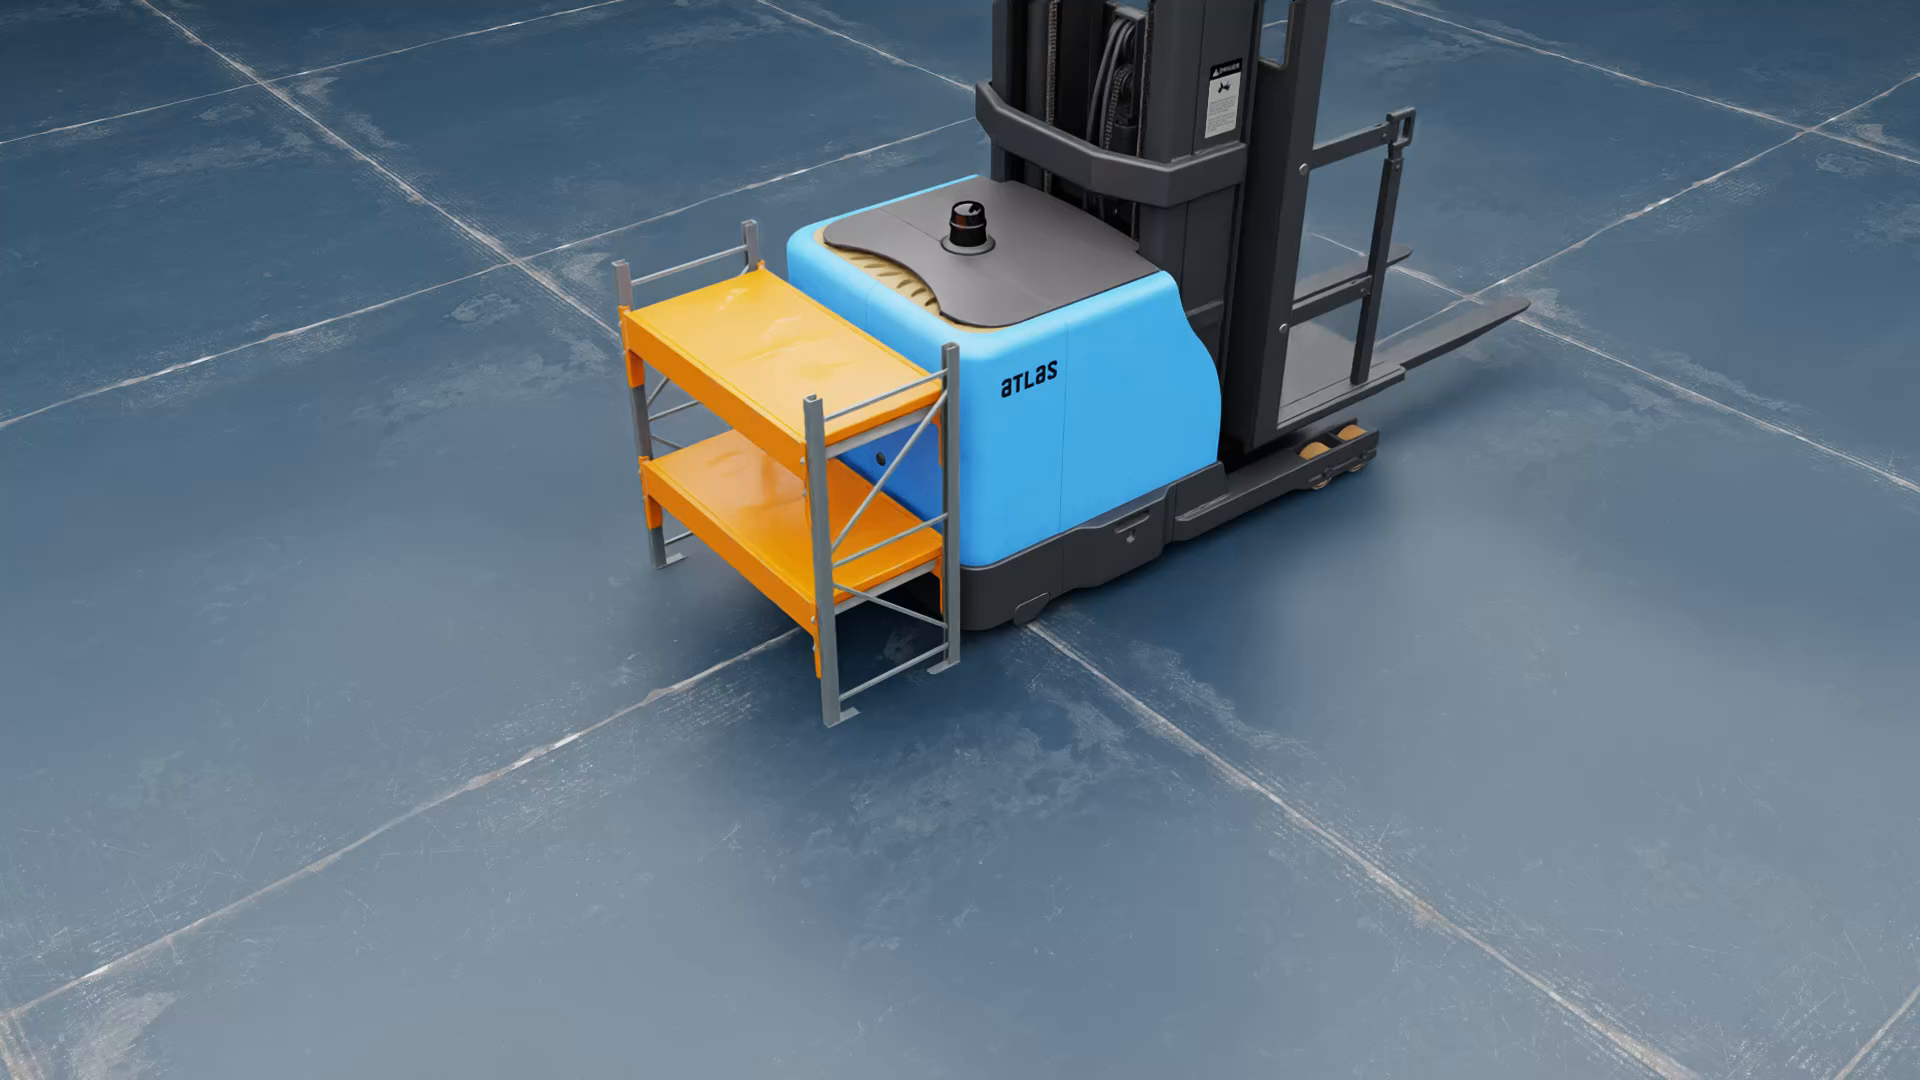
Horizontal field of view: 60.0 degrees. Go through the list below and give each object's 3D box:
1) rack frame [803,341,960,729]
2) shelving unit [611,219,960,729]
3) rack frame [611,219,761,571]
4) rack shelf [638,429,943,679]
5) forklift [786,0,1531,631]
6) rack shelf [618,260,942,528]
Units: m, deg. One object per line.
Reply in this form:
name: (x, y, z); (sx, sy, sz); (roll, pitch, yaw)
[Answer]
rack frame: (-0.205, 0.007, 4.767); (0.500, 1.125, 0.032); (-25, 42, -31)
shelving unit: (-0.522, -0.223, 5.091); (0.538, 1.125, 1.048); (-25, 42, -31)
rack frame: (-0.838, -0.453, 5.416); (0.500, 1.125, 0.032); (-25, 42, -31)
rack shelf: (-0.522, -0.023, 5.233); (0.538, 0.278, 1.000); (-25, 42, -31)
forklift: (0.910, -1.600, 5.473); (3.031, 2.935, 1.130); (-24, 42, -30)
rack shelf: (-0.522, -0.462, 4.922); (0.538, 0.278, 1.000); (-25, 42, -31)
